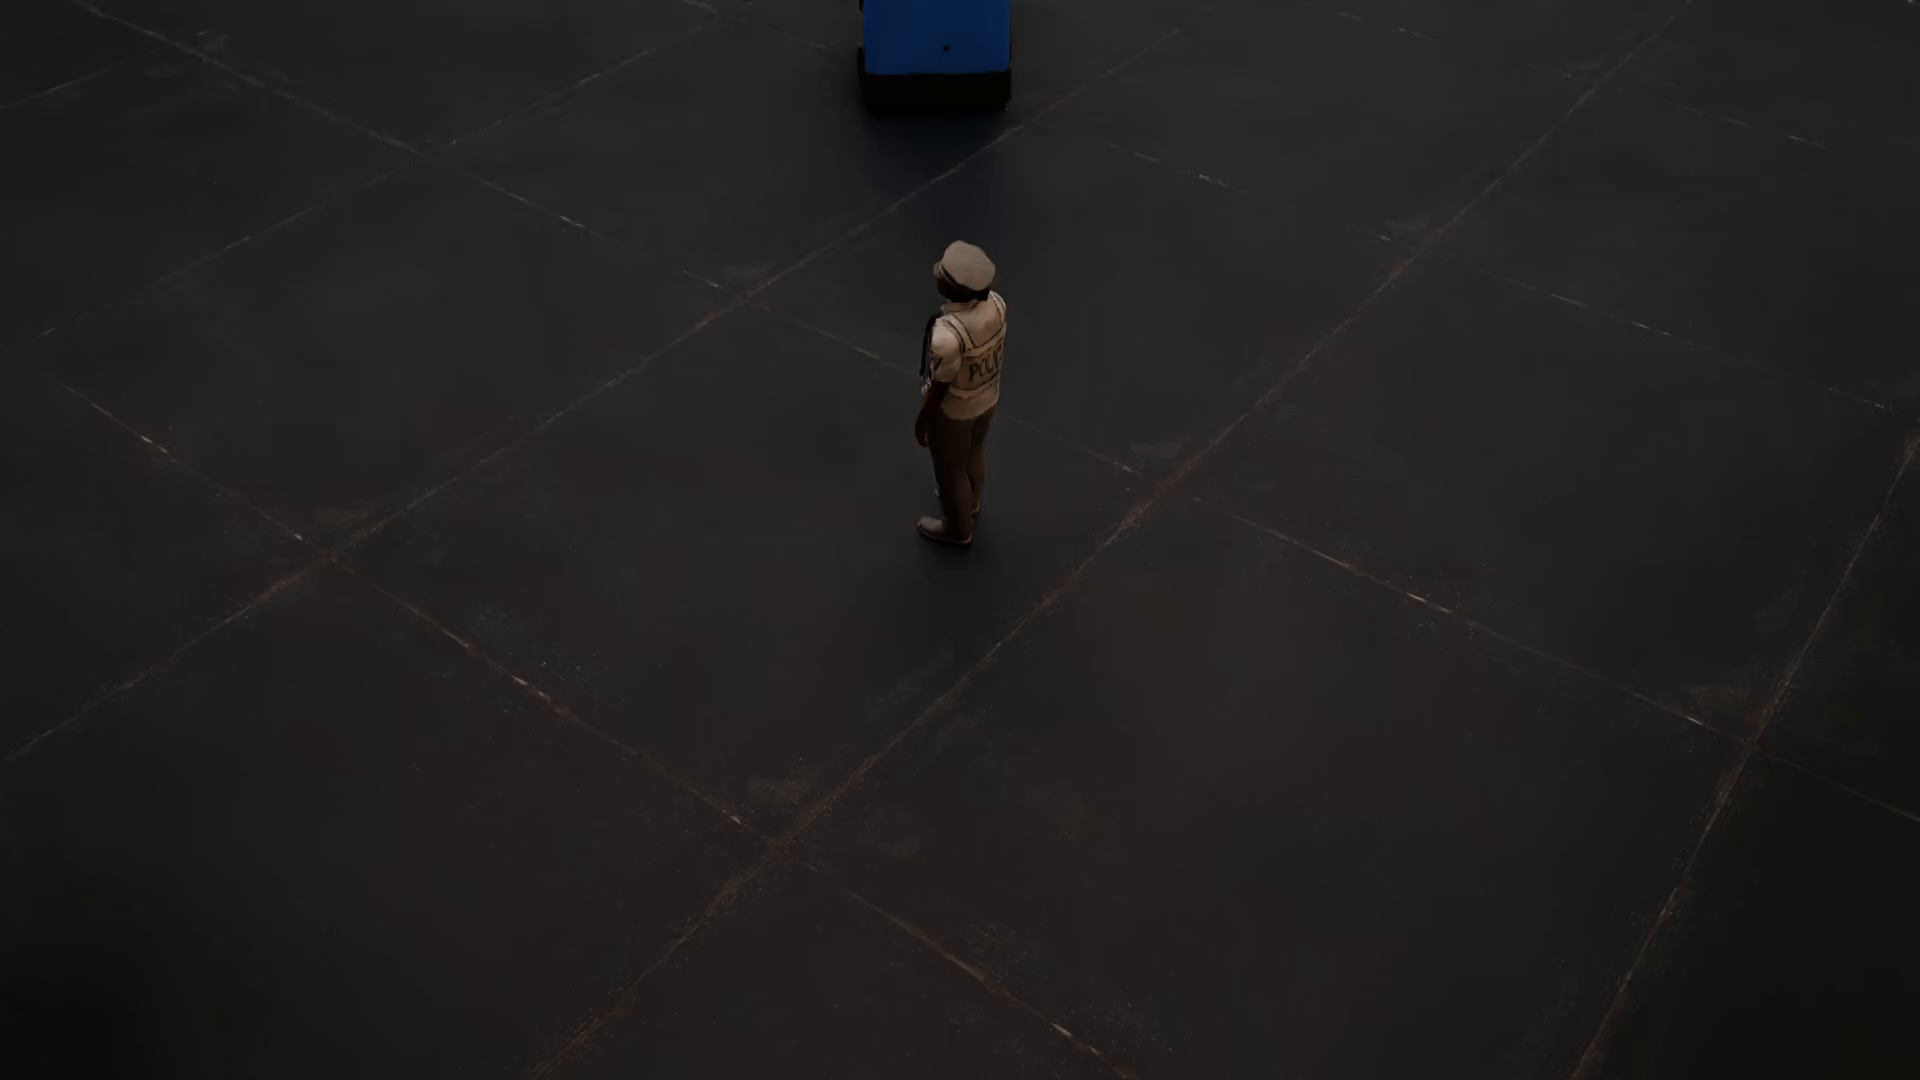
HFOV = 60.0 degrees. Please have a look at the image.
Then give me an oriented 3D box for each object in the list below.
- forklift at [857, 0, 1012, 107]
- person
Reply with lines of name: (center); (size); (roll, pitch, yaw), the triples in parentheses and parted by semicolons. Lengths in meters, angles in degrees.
forklift: (-0.240, -5.143, 12.106); (1.130, 2.935, 3.031); (-2, 40, -2)
person: (-0.048, -0.690, 7.825); (0.529, 1.695, 0.570); (26, 47, 28)
